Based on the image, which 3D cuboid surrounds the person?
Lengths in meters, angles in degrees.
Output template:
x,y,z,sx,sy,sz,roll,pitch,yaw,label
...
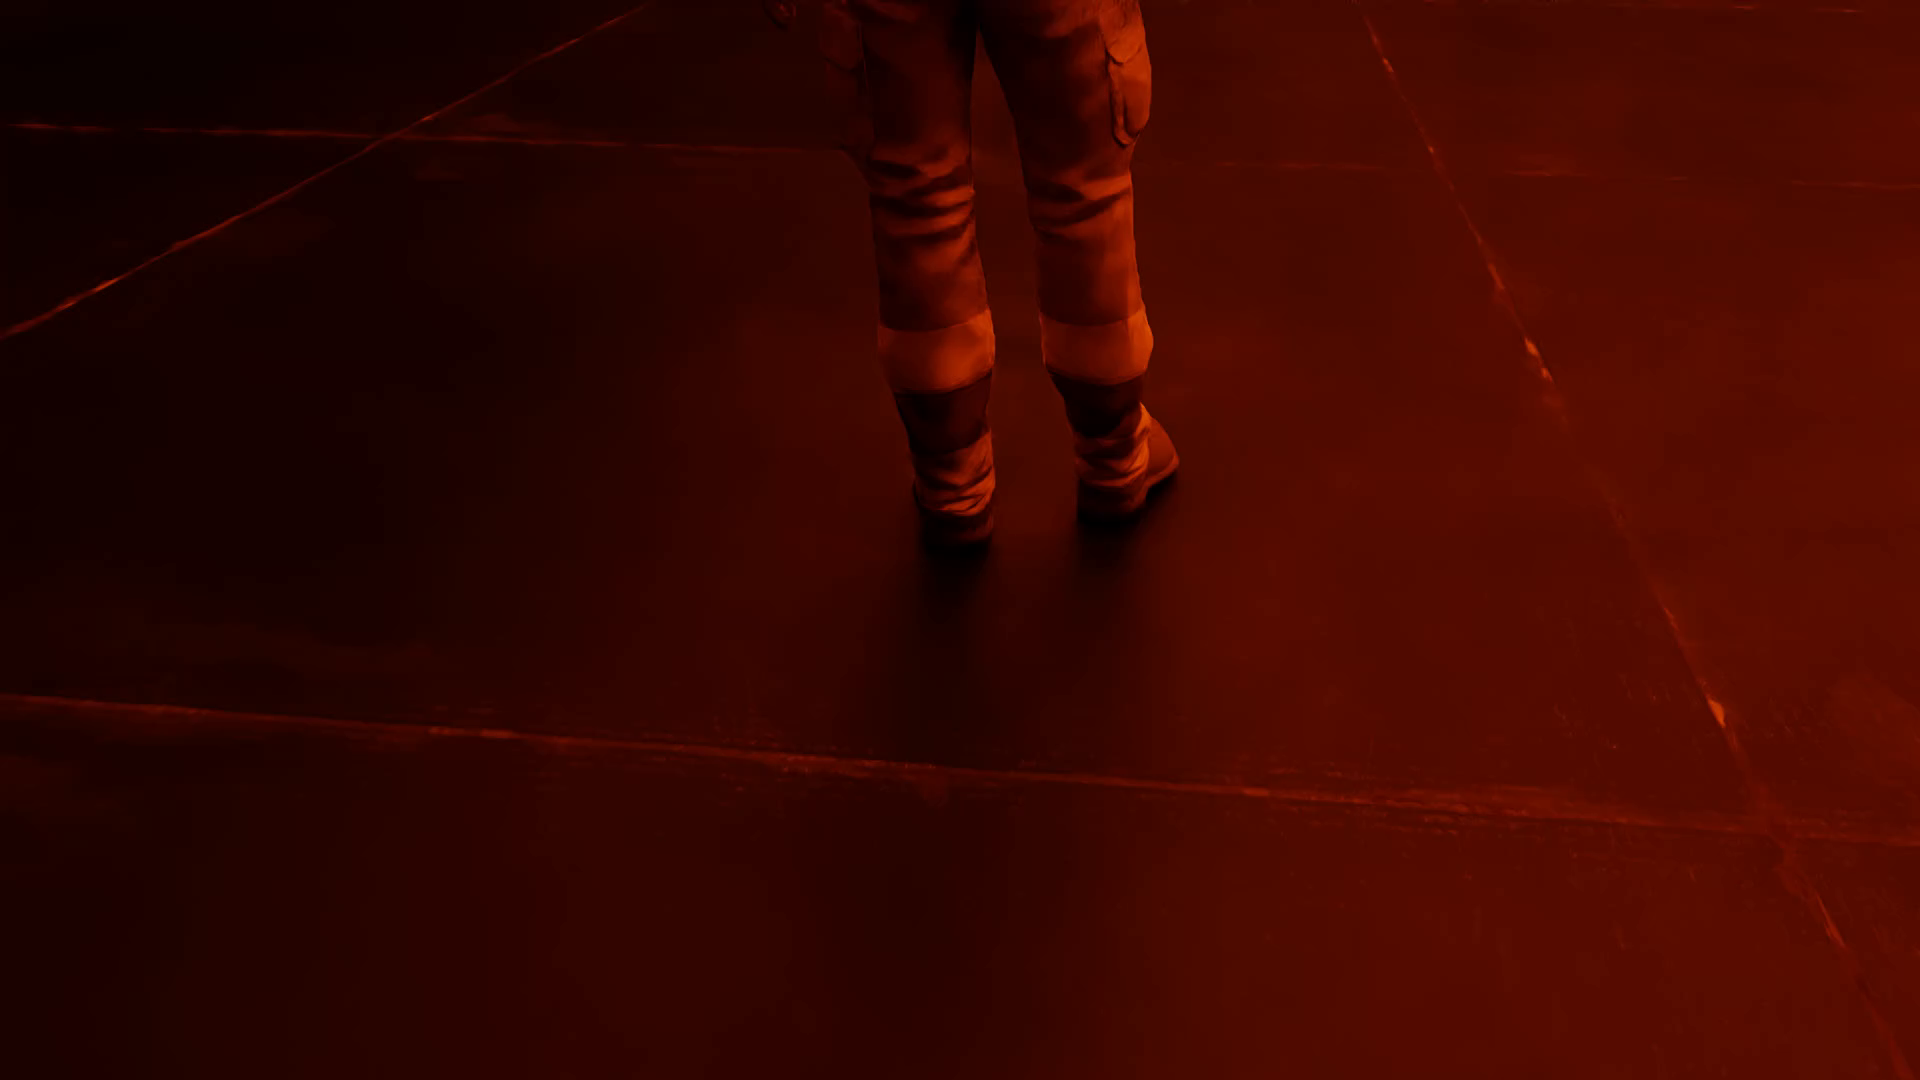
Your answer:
x,y,z,sx,sy,sz,roll,pitch,yaw,label
0.021,-0.842,2.167,0.637,1.787,0.563,3,27,7,person
